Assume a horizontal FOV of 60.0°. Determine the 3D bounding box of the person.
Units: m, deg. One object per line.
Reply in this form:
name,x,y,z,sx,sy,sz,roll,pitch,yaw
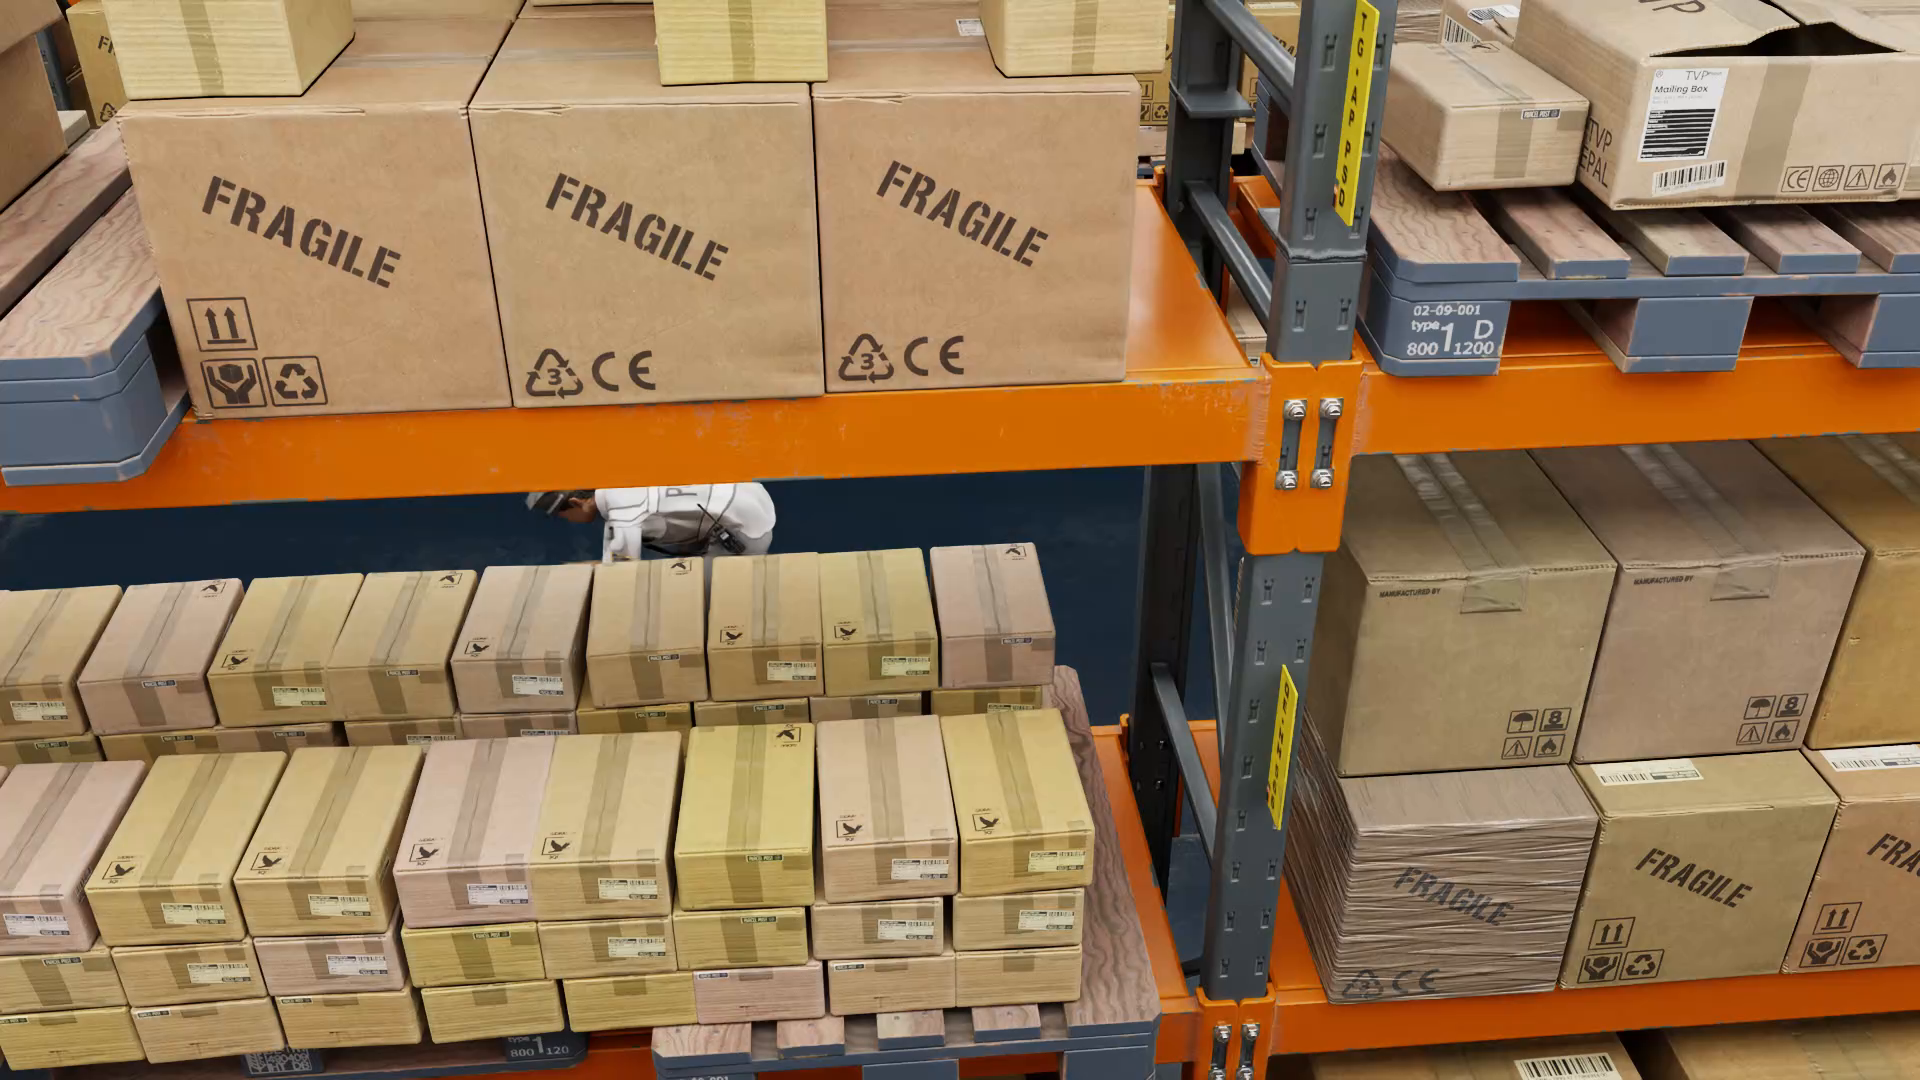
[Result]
person,-1.157,0.144,6.417,0.916,1.128,0.439,-4,32,-7
